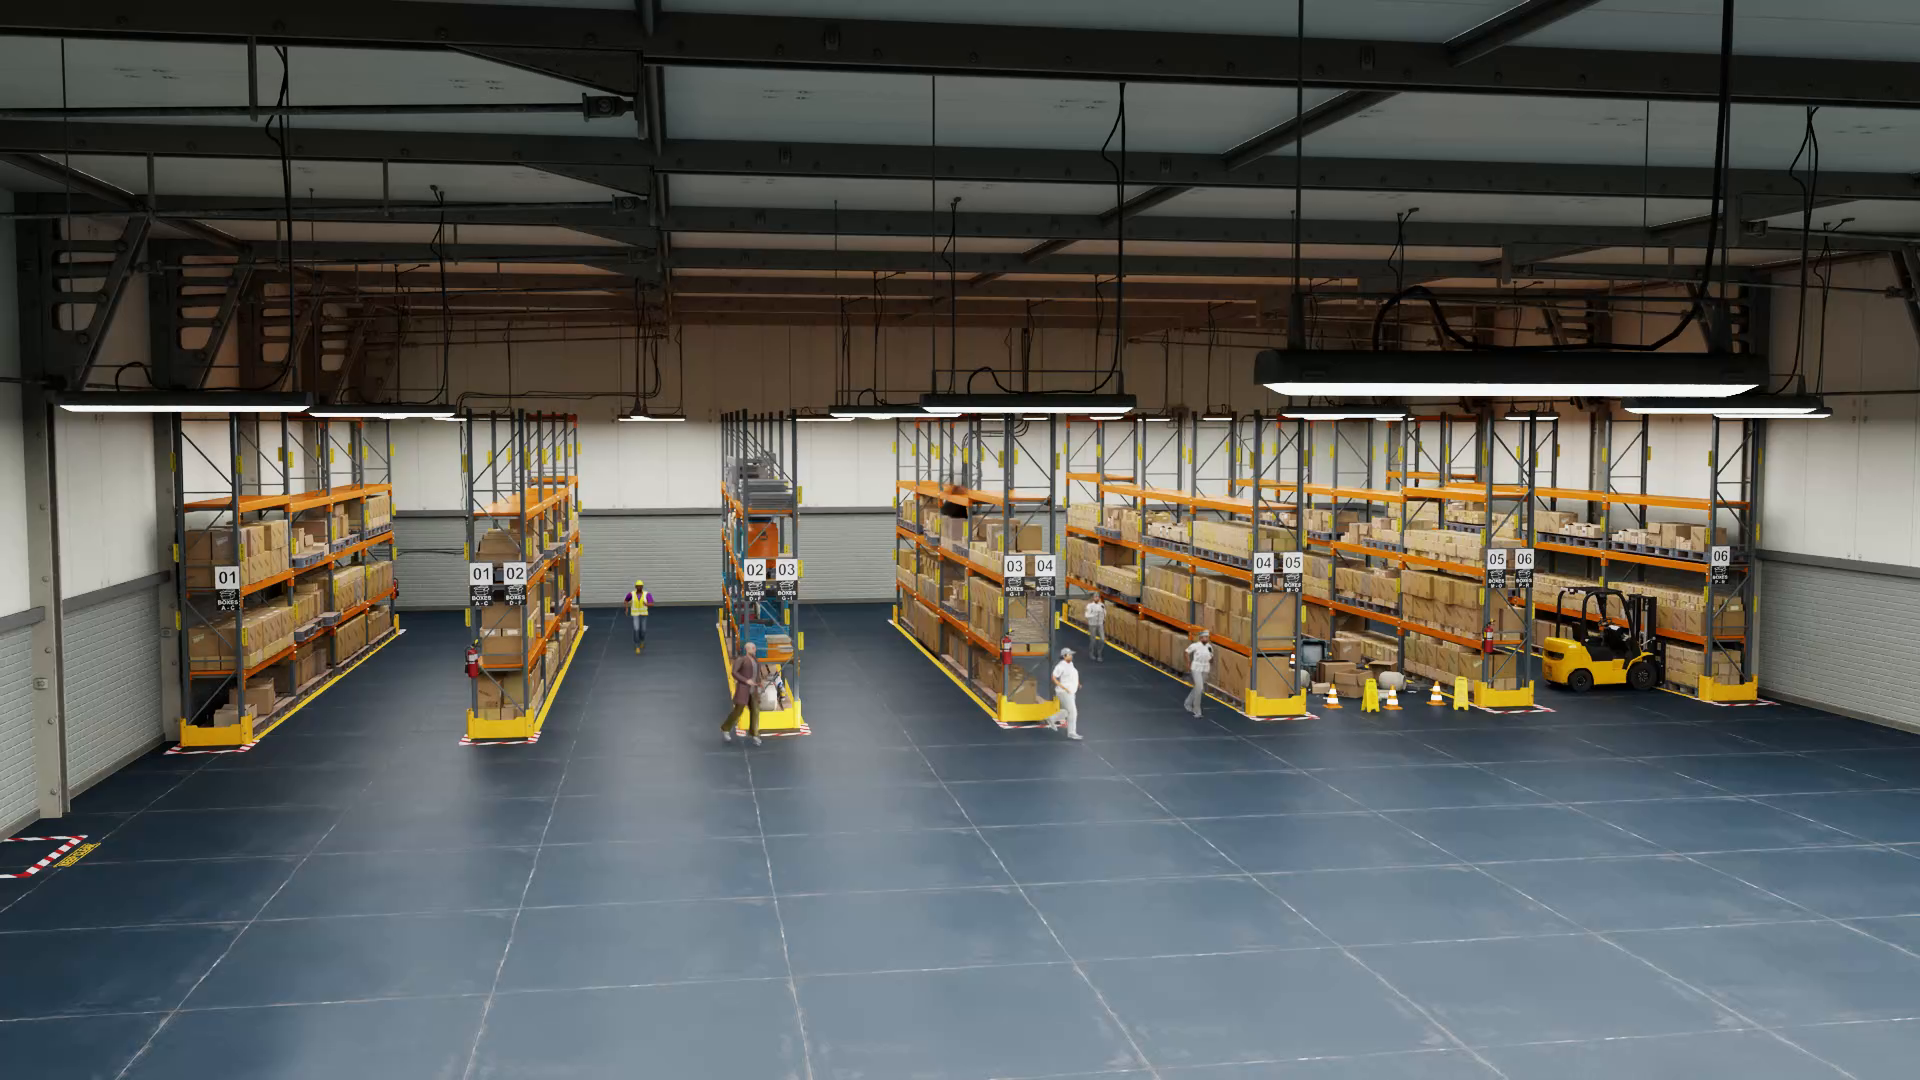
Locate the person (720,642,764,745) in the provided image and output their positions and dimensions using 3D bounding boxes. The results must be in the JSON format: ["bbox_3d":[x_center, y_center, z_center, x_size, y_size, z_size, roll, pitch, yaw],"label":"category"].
[{"bbox_3d":[-3.810,2.788,29.965,0.963,1.674,0.773,3,5,37],"label":"person"}]

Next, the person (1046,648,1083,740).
[{"bbox_3d":[1.899,2.785,30.322,0.757,1.649,0.624,2,4,27],"label":"person"}]

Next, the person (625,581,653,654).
[{"bbox_3d":[-8.040,1.911,41.722,0.685,1.797,0.901,-1,4,-18],"label":"person"}]

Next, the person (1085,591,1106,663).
[{"bbox_3d":[3.294,2.089,40.038,0.592,1.734,0.684,-1,4,-12],"label":"person"}]

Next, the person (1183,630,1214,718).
[{"bbox_3d":[4.721,2.621,32.796,0.574,1.736,0.776,-2,5,-28],"label":"person"}]
